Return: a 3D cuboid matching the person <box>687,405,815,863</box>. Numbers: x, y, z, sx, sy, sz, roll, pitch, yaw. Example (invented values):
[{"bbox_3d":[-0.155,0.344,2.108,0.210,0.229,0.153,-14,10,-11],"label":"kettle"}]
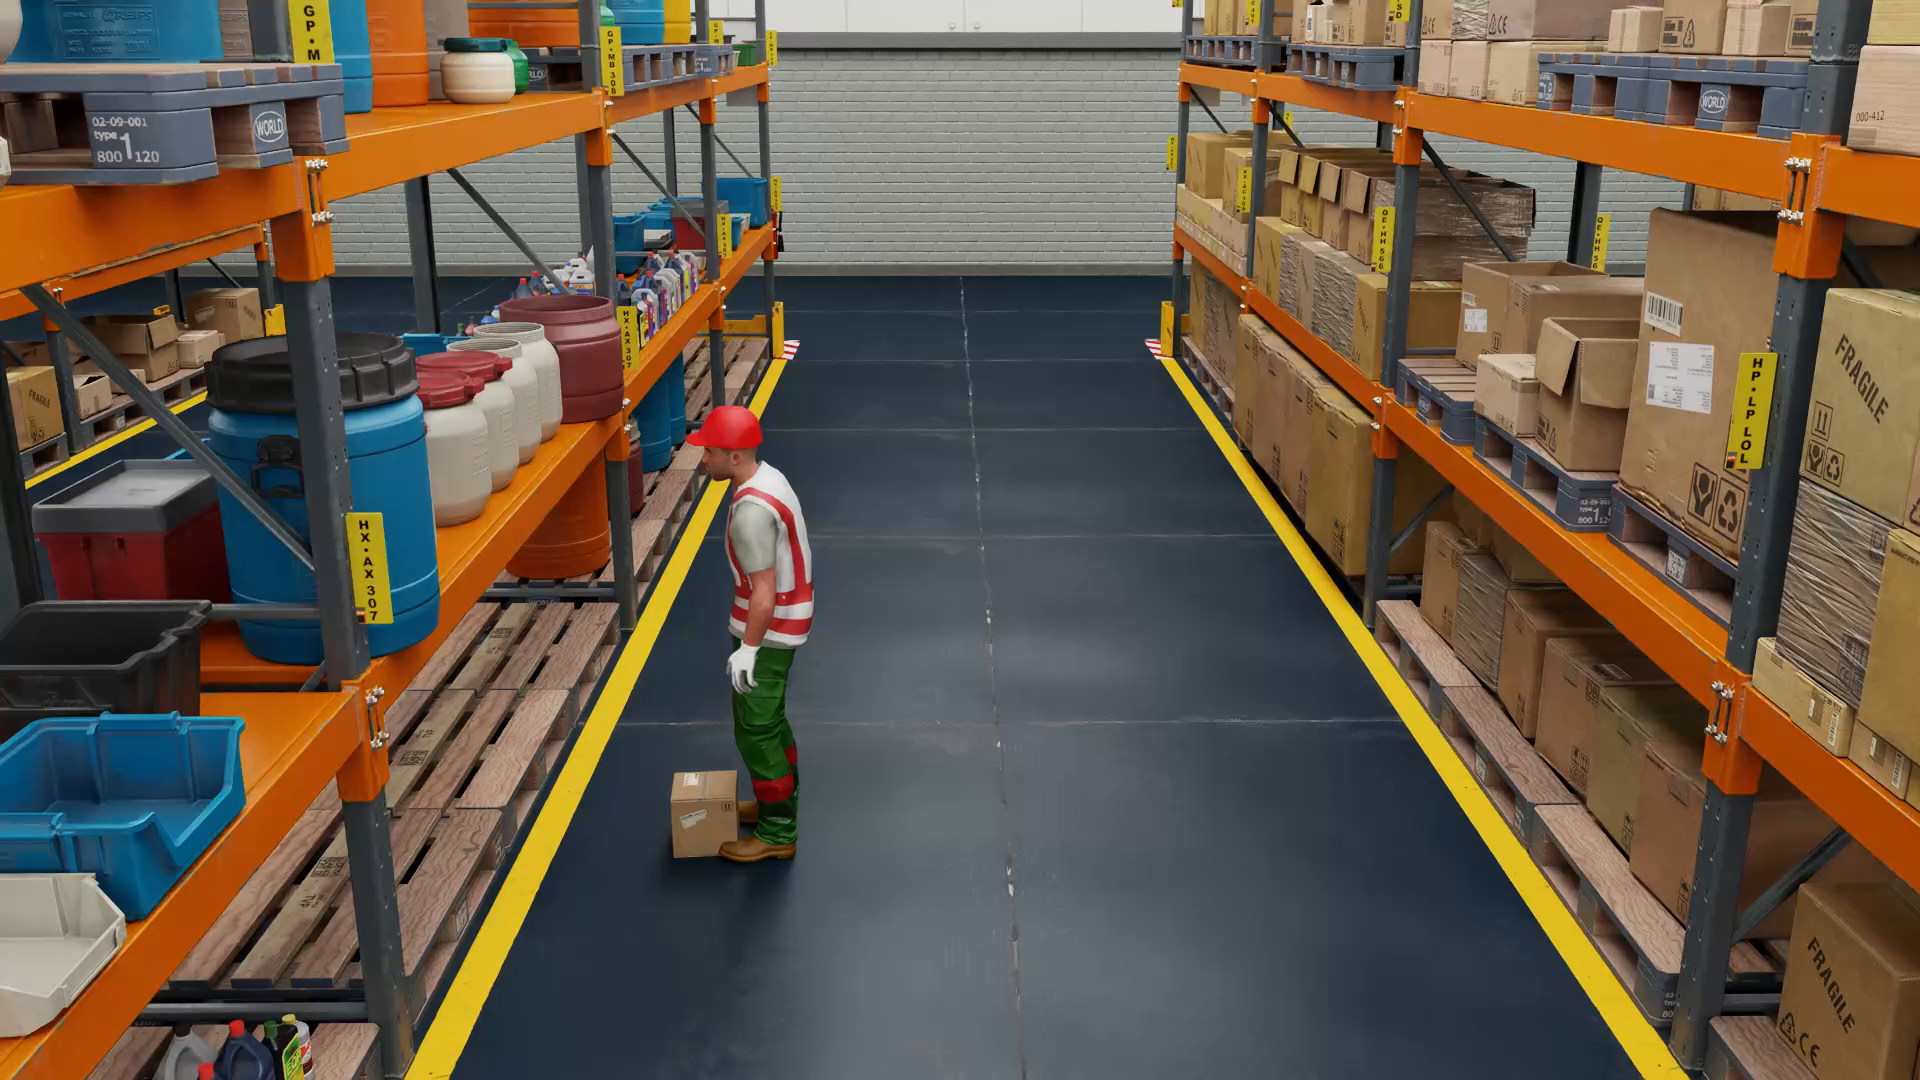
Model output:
[{"bbox_3d":[-0.780,0.353,6.363,0.451,1.777,0.607,0,17,-1],"label":"person"}]
